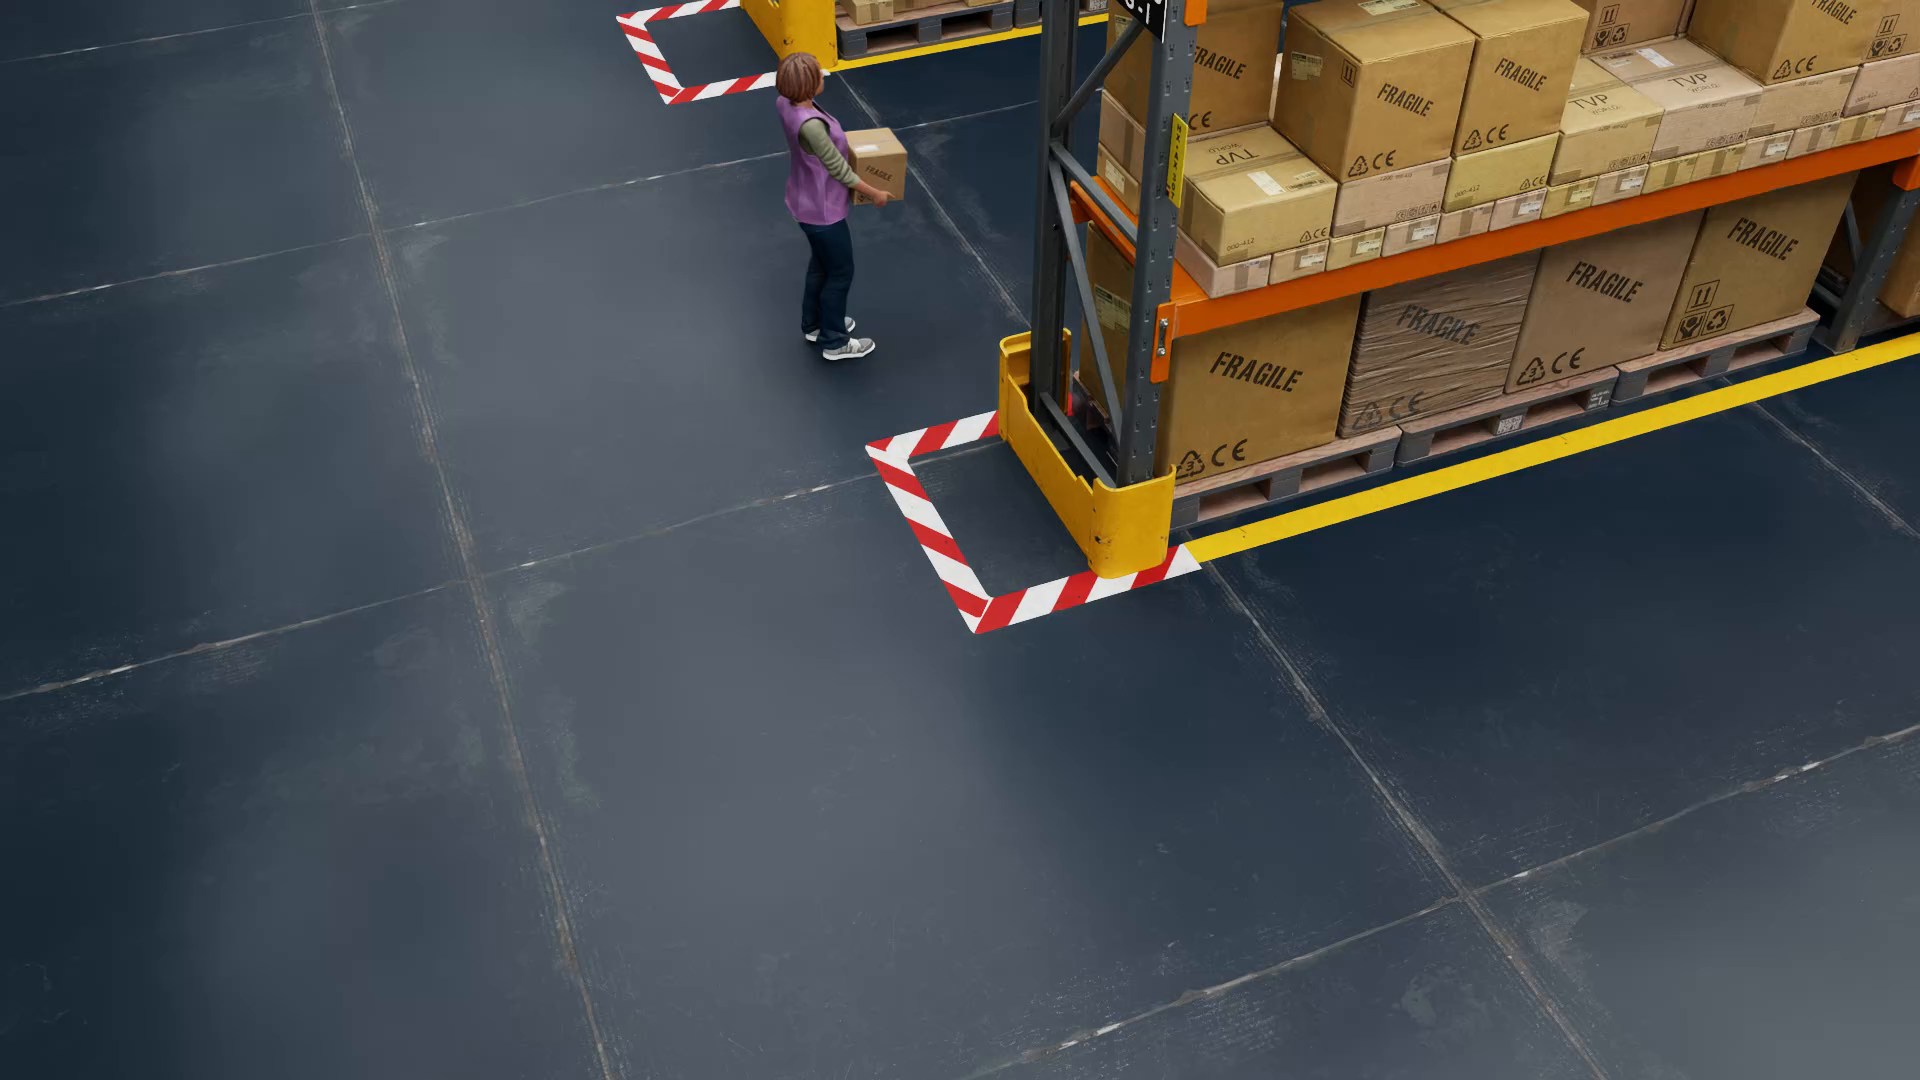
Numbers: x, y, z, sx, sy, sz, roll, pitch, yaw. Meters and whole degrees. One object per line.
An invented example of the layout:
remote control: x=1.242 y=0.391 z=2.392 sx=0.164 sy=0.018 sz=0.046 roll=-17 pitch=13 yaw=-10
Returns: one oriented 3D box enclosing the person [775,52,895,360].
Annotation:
person: x=-0.589 y=-1.592 z=7.918 sx=0.493 sy=1.589 sz=0.408 roll=-15 pitch=45 yaw=-16
